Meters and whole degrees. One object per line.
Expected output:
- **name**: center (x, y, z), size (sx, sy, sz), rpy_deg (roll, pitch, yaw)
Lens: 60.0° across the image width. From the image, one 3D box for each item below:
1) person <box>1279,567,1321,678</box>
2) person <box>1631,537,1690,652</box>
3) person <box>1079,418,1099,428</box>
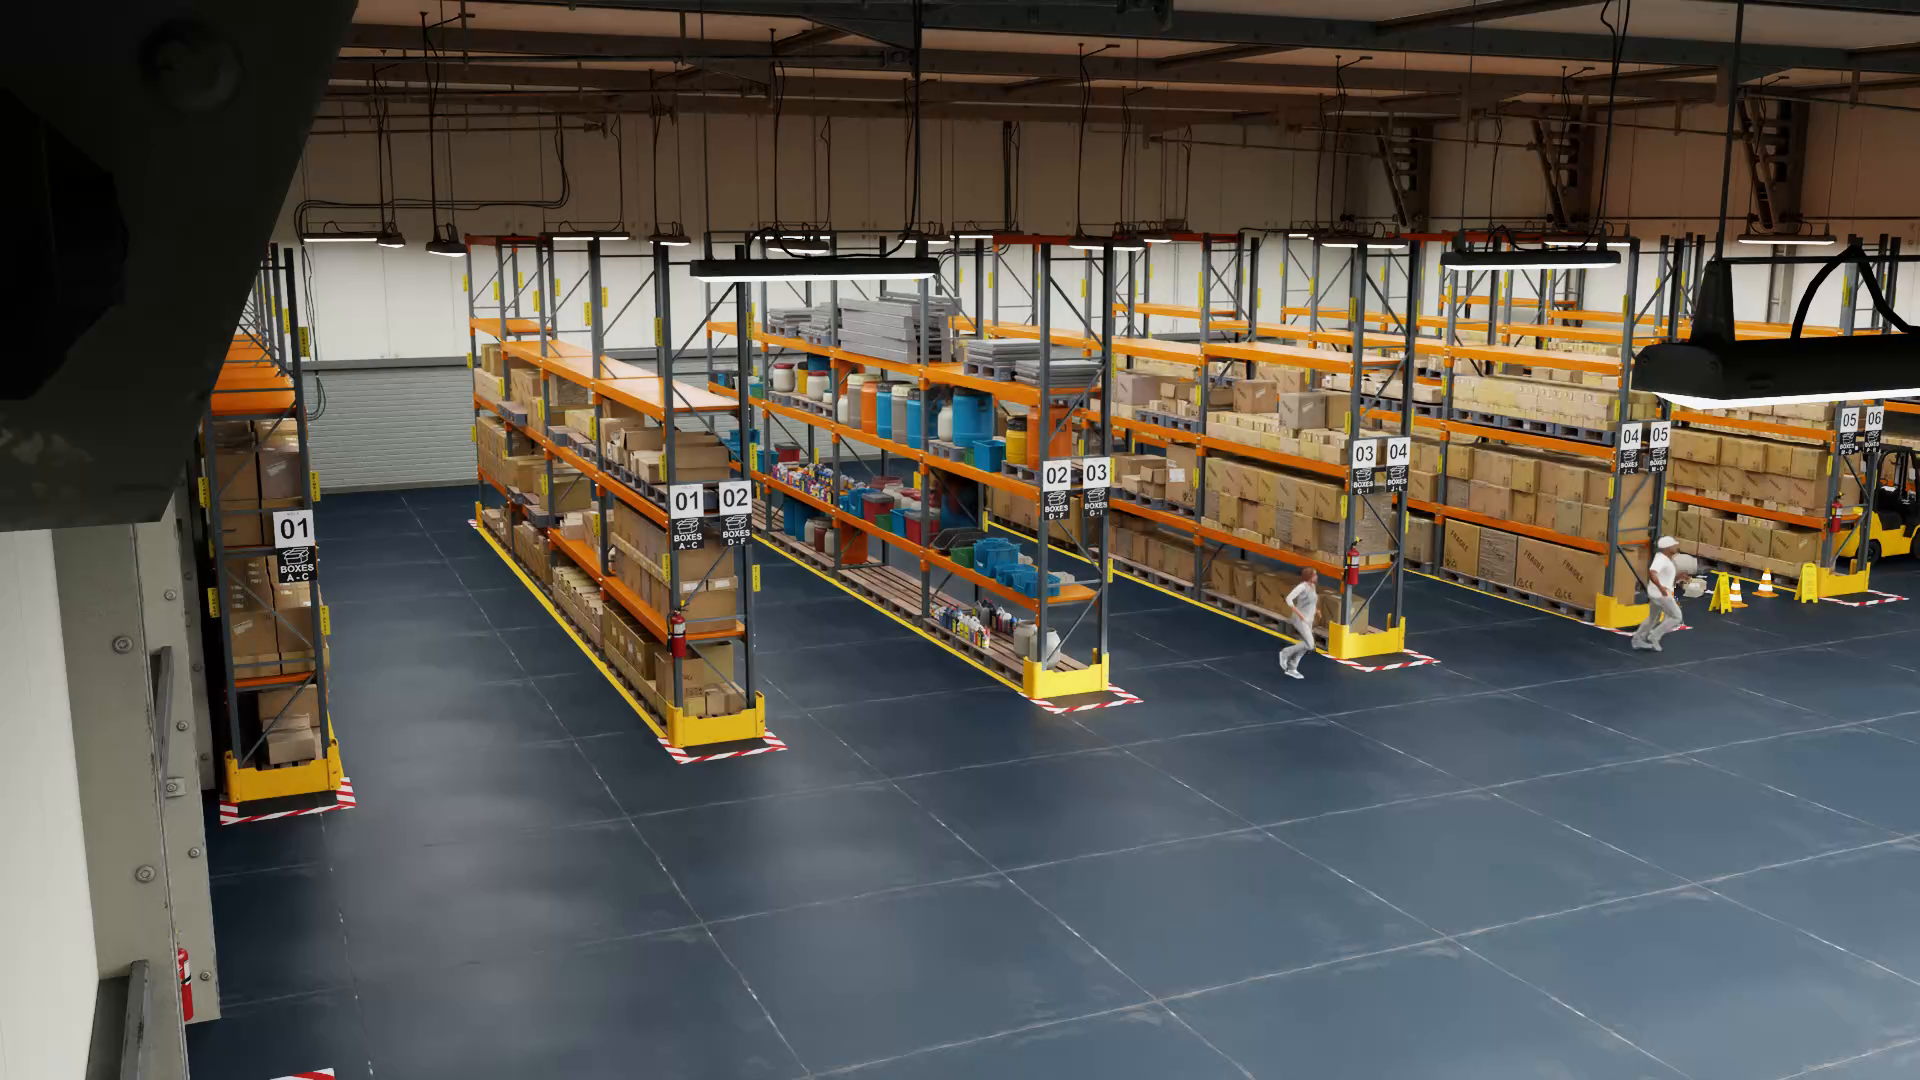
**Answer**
- **person**: center (4.791, 1.143, 23.246), size (0.537, 1.547, 0.527), rpy_deg (7, 13, 32)
- **person**: center (10.324, 0.808, 24.409), size (0.742, 1.733, 0.755), rpy_deg (2, 11, 13)
- **person**: center (3.210, -2.511, 41.557), size (0.638, 1.764, 0.865), rpy_deg (8, 13, 34)
